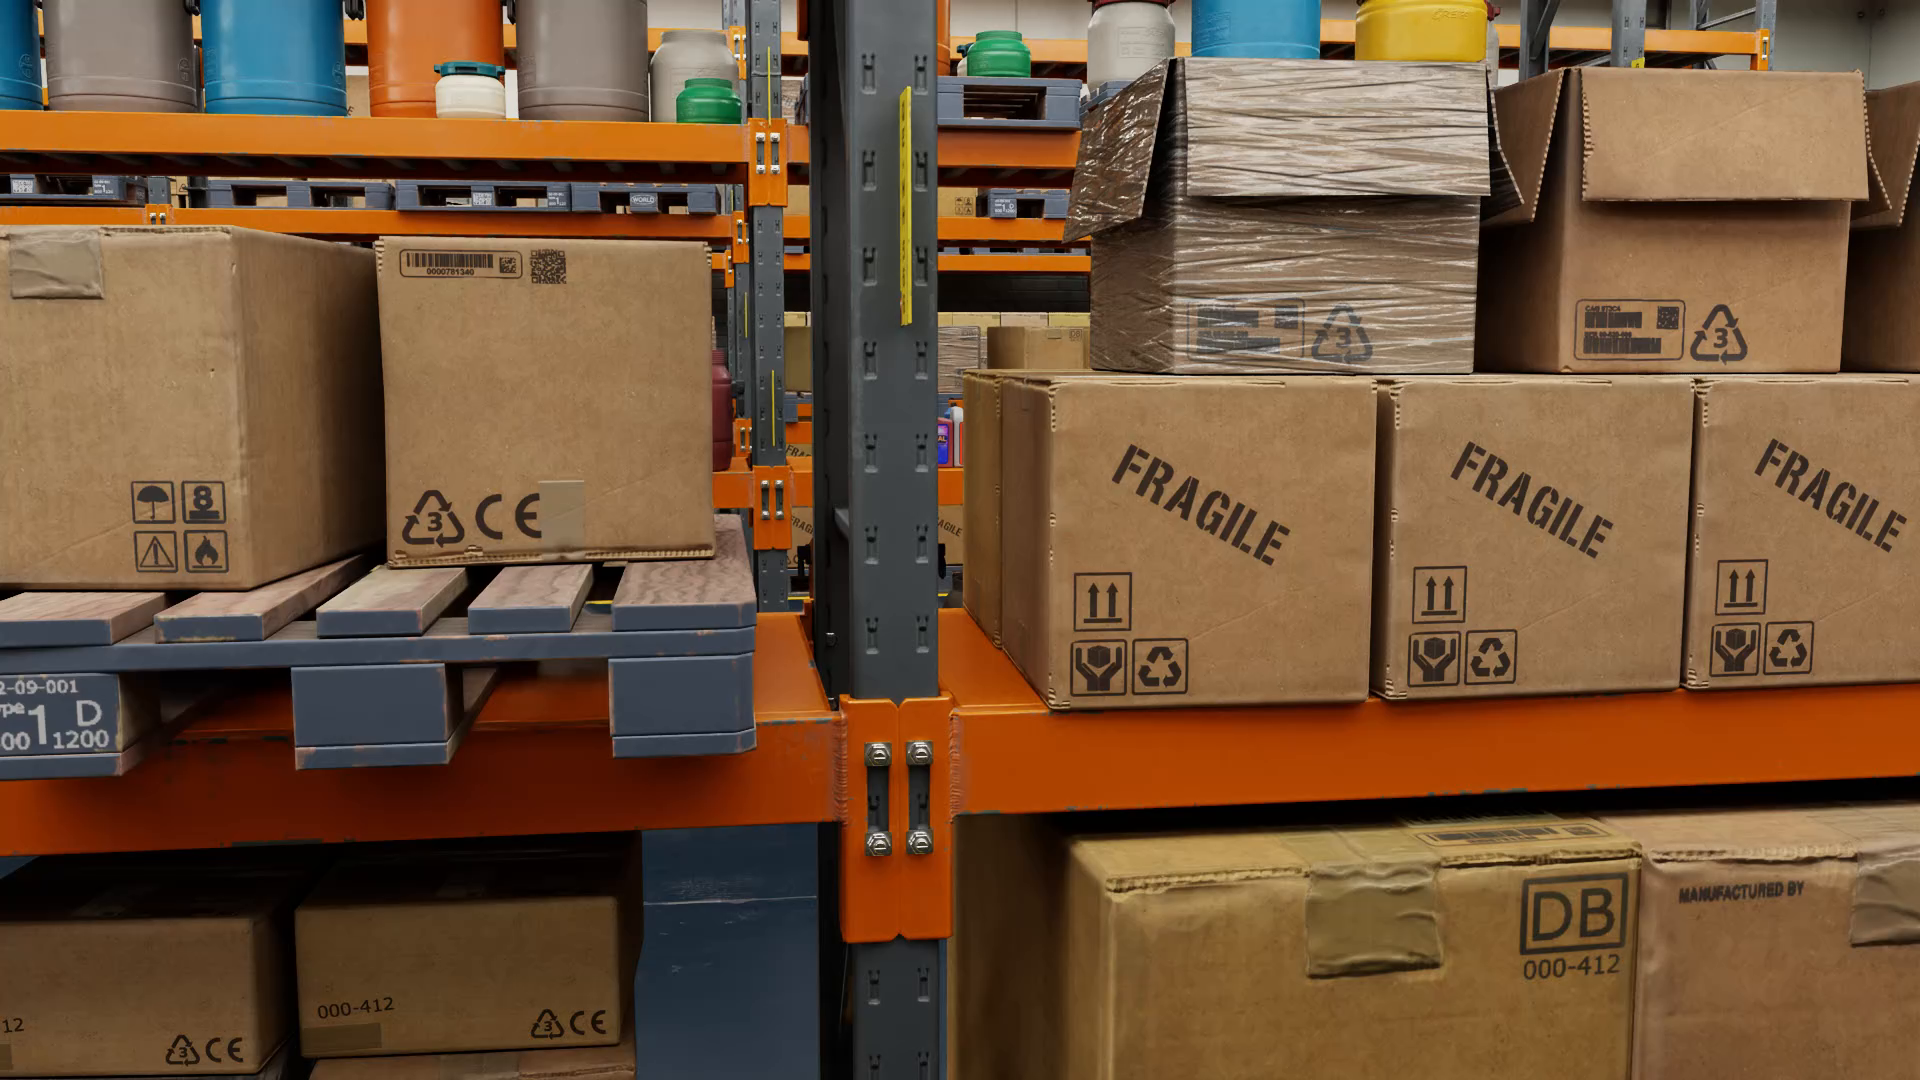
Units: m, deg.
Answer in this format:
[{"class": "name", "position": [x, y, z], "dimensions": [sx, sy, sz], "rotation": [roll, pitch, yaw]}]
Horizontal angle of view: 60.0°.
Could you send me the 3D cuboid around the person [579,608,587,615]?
[{"class": "person", "position": [-2.741, -0.170, 10.171], "dimensions": [1.012, 1.632, 0.521], "rotation": [2, 7, 20]}]
